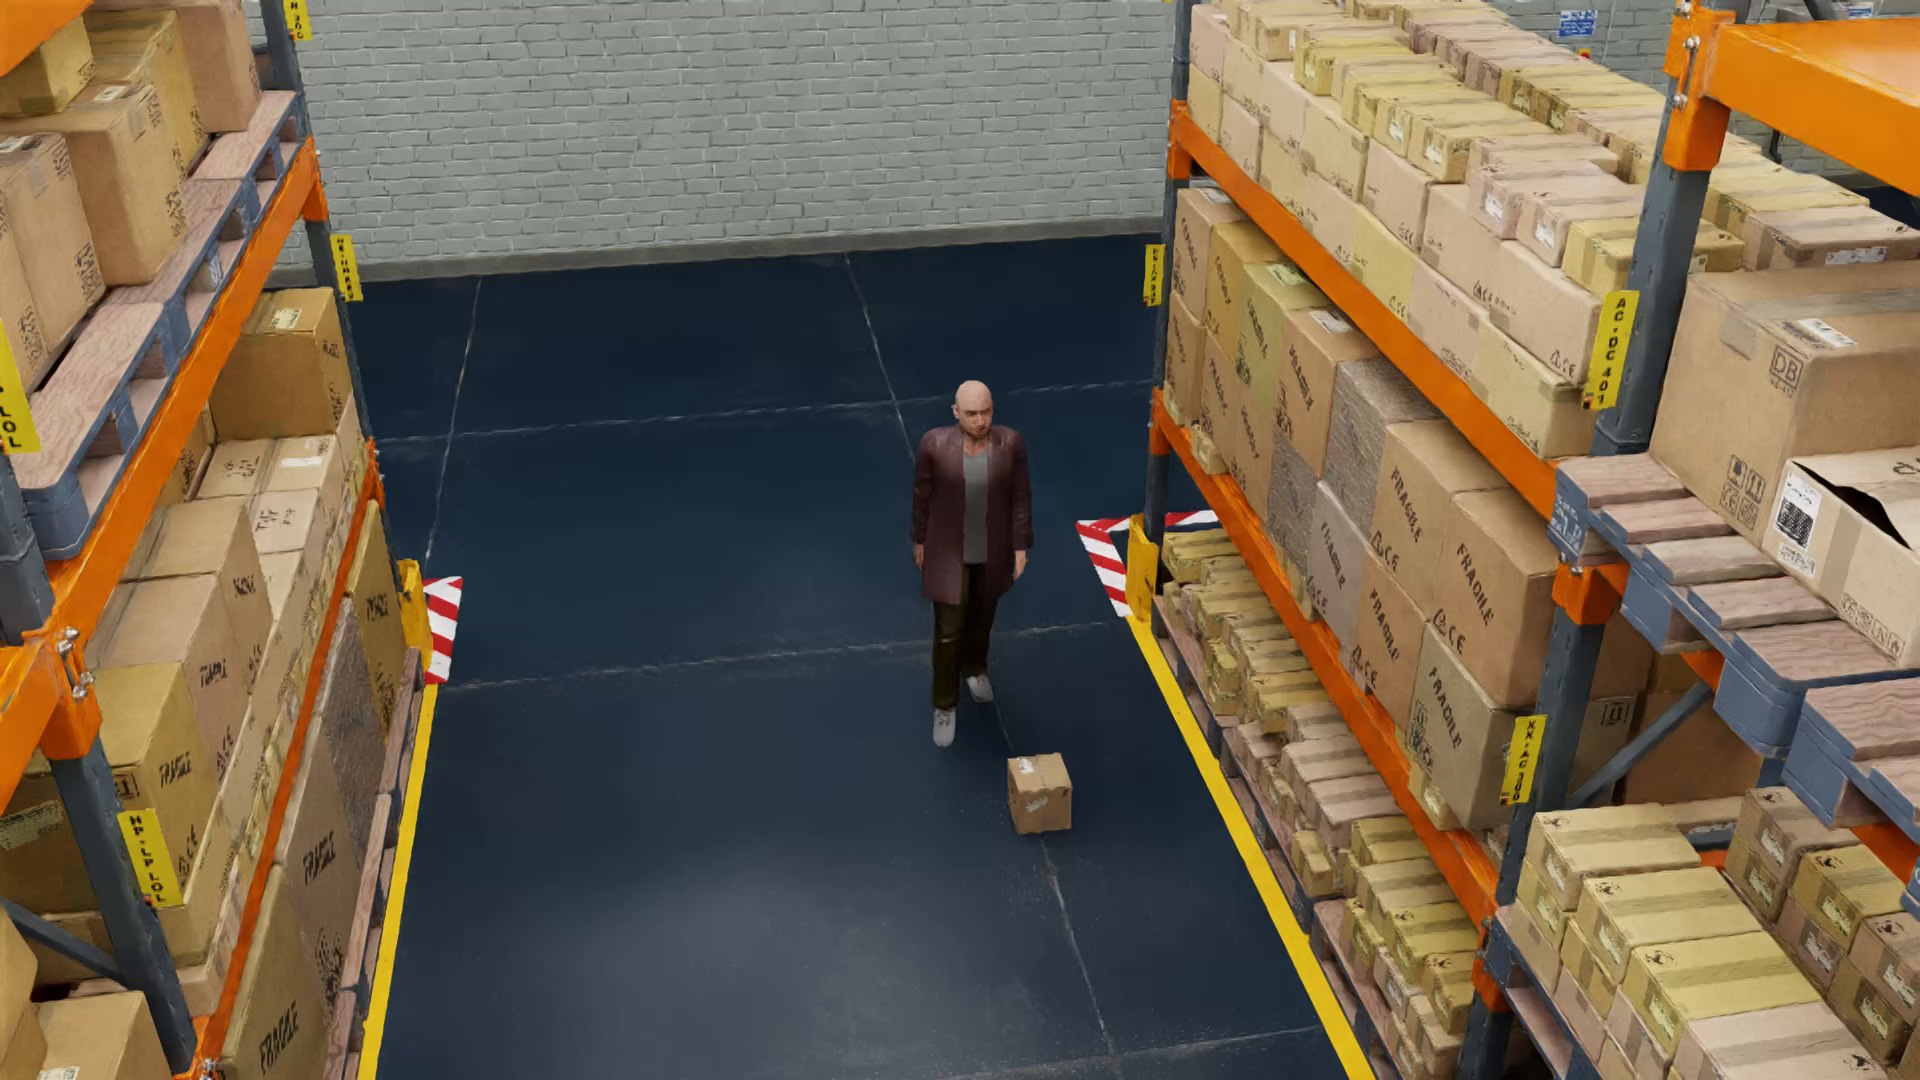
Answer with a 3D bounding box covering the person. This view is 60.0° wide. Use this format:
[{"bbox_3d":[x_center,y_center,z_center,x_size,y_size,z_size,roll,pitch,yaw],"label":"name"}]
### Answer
[{"bbox_3d":[0.073,0.078,8.028,0.583,1.806,0.641,-6,31,-10],"label":"person"}]
